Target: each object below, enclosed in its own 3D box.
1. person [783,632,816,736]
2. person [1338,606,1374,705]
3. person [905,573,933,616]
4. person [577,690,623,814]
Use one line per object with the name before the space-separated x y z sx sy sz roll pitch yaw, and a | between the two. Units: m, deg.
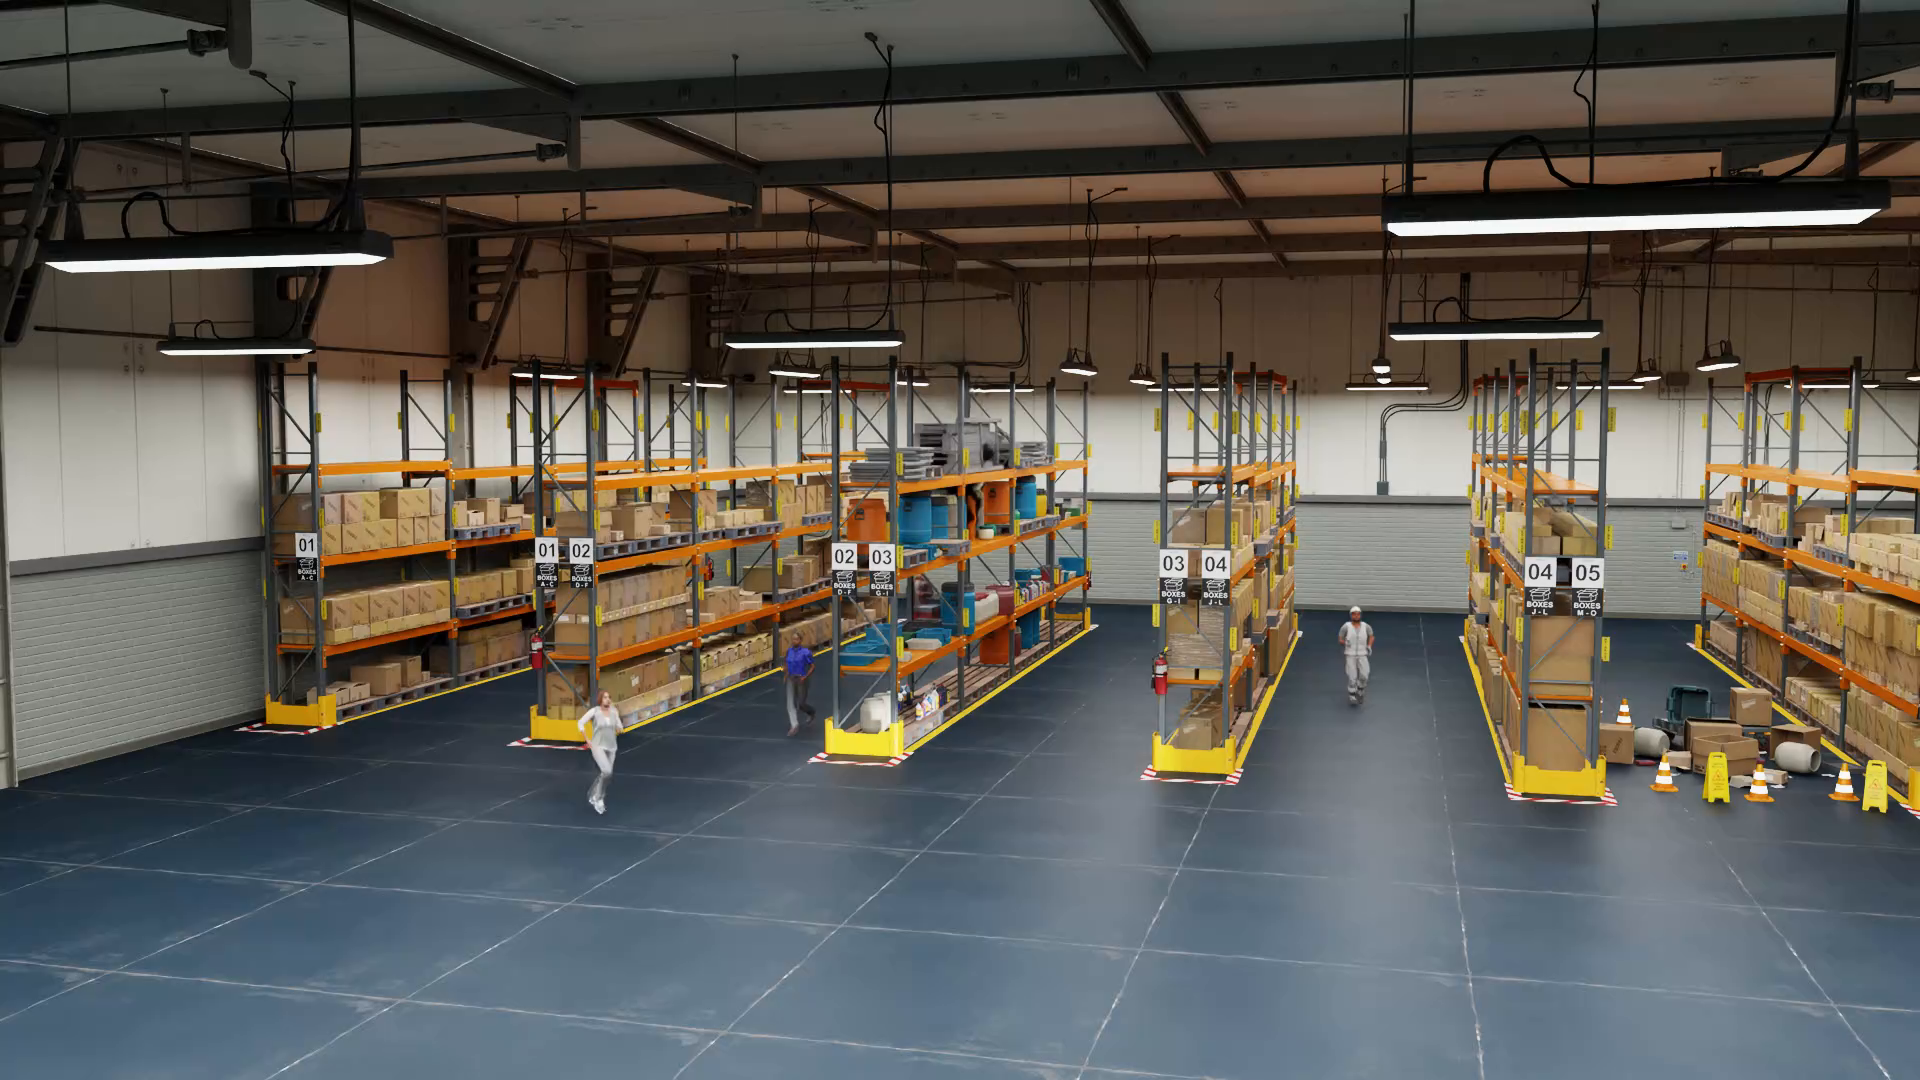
person | -2.602 2.306 26.931 0.593 1.646 0.763 1 4 20
person | 7.002 2.050 29.307 0.640 1.746 0.606 0 4 6
person | -0.929 1.527 36.809 0.682 1.841 0.801 1 4 11
person | -4.592 2.708 21.393 0.523 1.575 0.688 -4 5 -43
